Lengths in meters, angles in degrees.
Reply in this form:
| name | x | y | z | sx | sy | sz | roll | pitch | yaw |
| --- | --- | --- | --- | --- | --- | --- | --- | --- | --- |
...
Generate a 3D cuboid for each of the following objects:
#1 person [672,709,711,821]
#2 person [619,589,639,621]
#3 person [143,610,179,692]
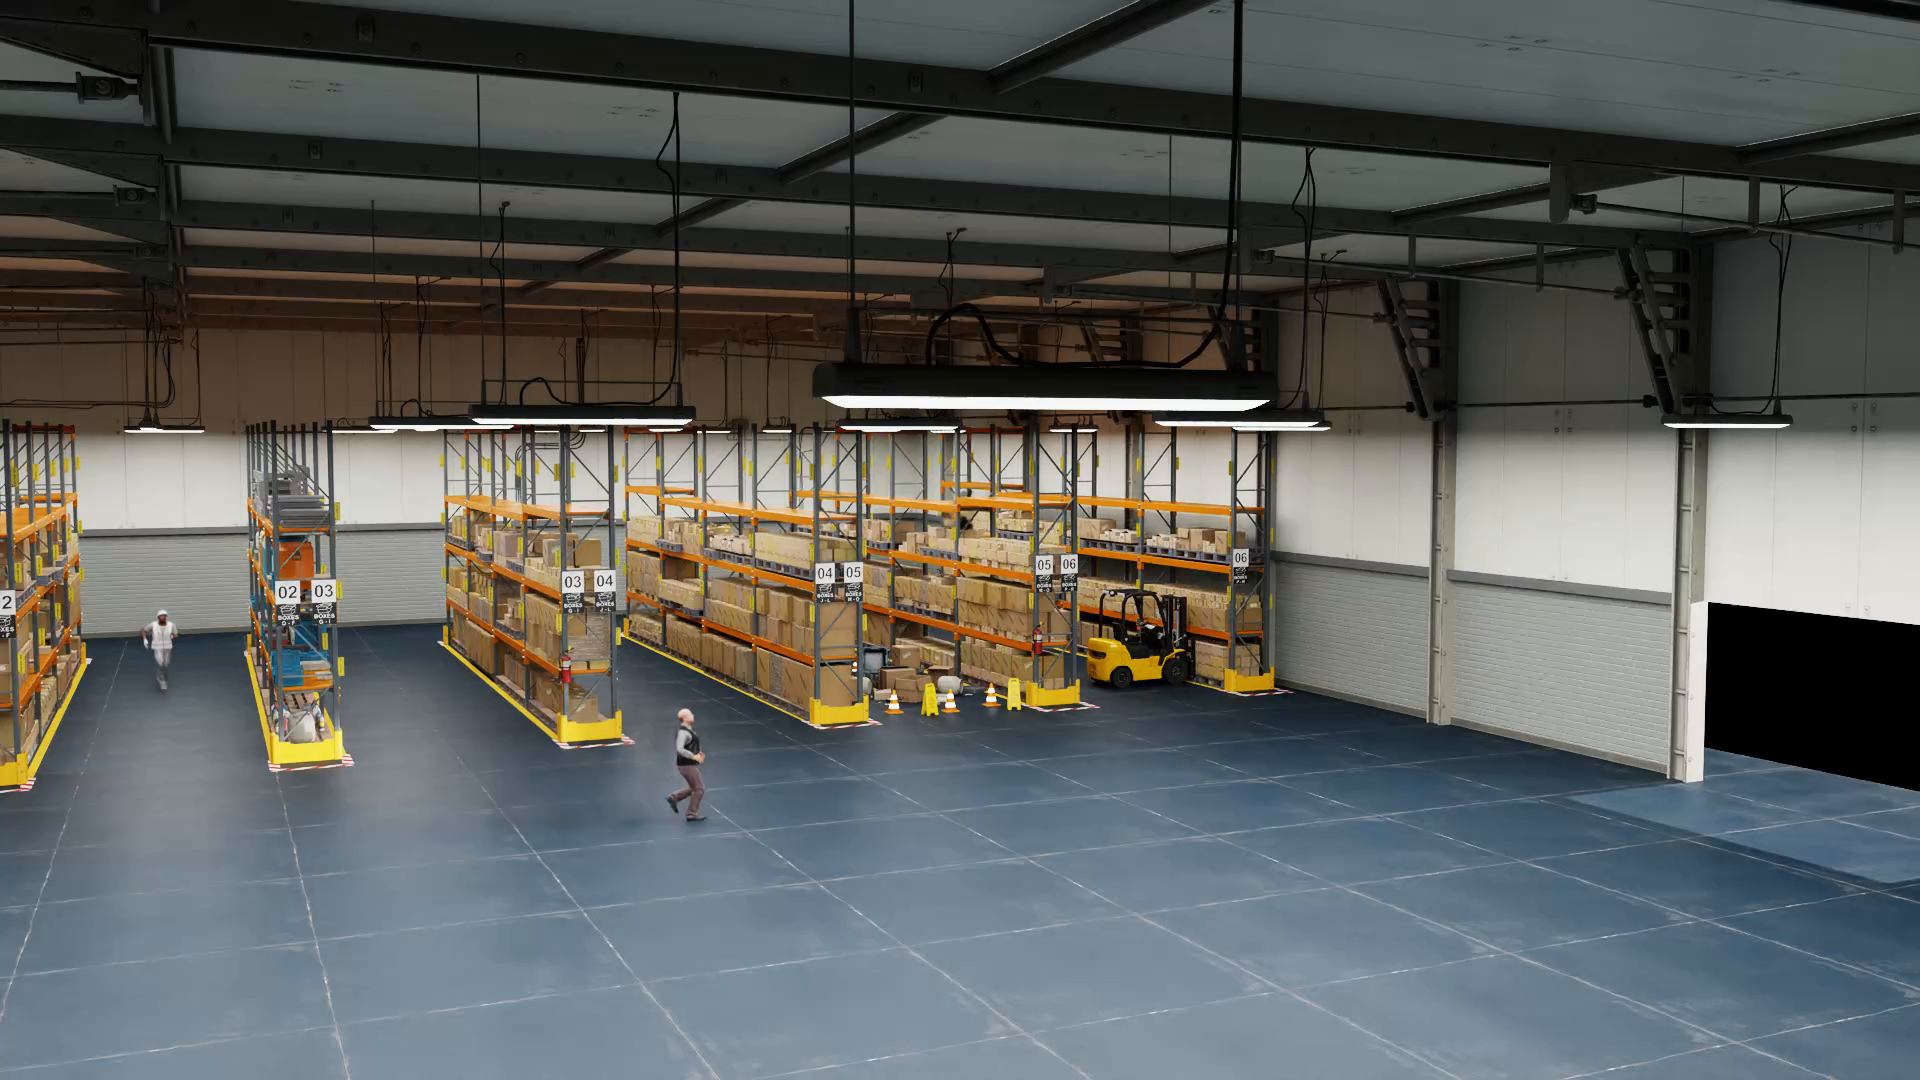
| name | x | y | z | sx | sy | sz | roll | pitch | yaw |
| --- | --- | --- | --- | --- | --- | --- | --- | --- | --- |
| person | -3.980 | 3.339 | 24.704 | 0.587 | 1.673 | 0.656 | 0 | 4 | -5 |
| person | -9.680 | 1.830 | 48.869 | 0.642 | 1.683 | 0.688 | -2 | 4 | -23 |
| person | -18.026 | 2.486 | 37.546 | 0.695 | 1.827 | 0.881 | -3 | 5 | -39 |
